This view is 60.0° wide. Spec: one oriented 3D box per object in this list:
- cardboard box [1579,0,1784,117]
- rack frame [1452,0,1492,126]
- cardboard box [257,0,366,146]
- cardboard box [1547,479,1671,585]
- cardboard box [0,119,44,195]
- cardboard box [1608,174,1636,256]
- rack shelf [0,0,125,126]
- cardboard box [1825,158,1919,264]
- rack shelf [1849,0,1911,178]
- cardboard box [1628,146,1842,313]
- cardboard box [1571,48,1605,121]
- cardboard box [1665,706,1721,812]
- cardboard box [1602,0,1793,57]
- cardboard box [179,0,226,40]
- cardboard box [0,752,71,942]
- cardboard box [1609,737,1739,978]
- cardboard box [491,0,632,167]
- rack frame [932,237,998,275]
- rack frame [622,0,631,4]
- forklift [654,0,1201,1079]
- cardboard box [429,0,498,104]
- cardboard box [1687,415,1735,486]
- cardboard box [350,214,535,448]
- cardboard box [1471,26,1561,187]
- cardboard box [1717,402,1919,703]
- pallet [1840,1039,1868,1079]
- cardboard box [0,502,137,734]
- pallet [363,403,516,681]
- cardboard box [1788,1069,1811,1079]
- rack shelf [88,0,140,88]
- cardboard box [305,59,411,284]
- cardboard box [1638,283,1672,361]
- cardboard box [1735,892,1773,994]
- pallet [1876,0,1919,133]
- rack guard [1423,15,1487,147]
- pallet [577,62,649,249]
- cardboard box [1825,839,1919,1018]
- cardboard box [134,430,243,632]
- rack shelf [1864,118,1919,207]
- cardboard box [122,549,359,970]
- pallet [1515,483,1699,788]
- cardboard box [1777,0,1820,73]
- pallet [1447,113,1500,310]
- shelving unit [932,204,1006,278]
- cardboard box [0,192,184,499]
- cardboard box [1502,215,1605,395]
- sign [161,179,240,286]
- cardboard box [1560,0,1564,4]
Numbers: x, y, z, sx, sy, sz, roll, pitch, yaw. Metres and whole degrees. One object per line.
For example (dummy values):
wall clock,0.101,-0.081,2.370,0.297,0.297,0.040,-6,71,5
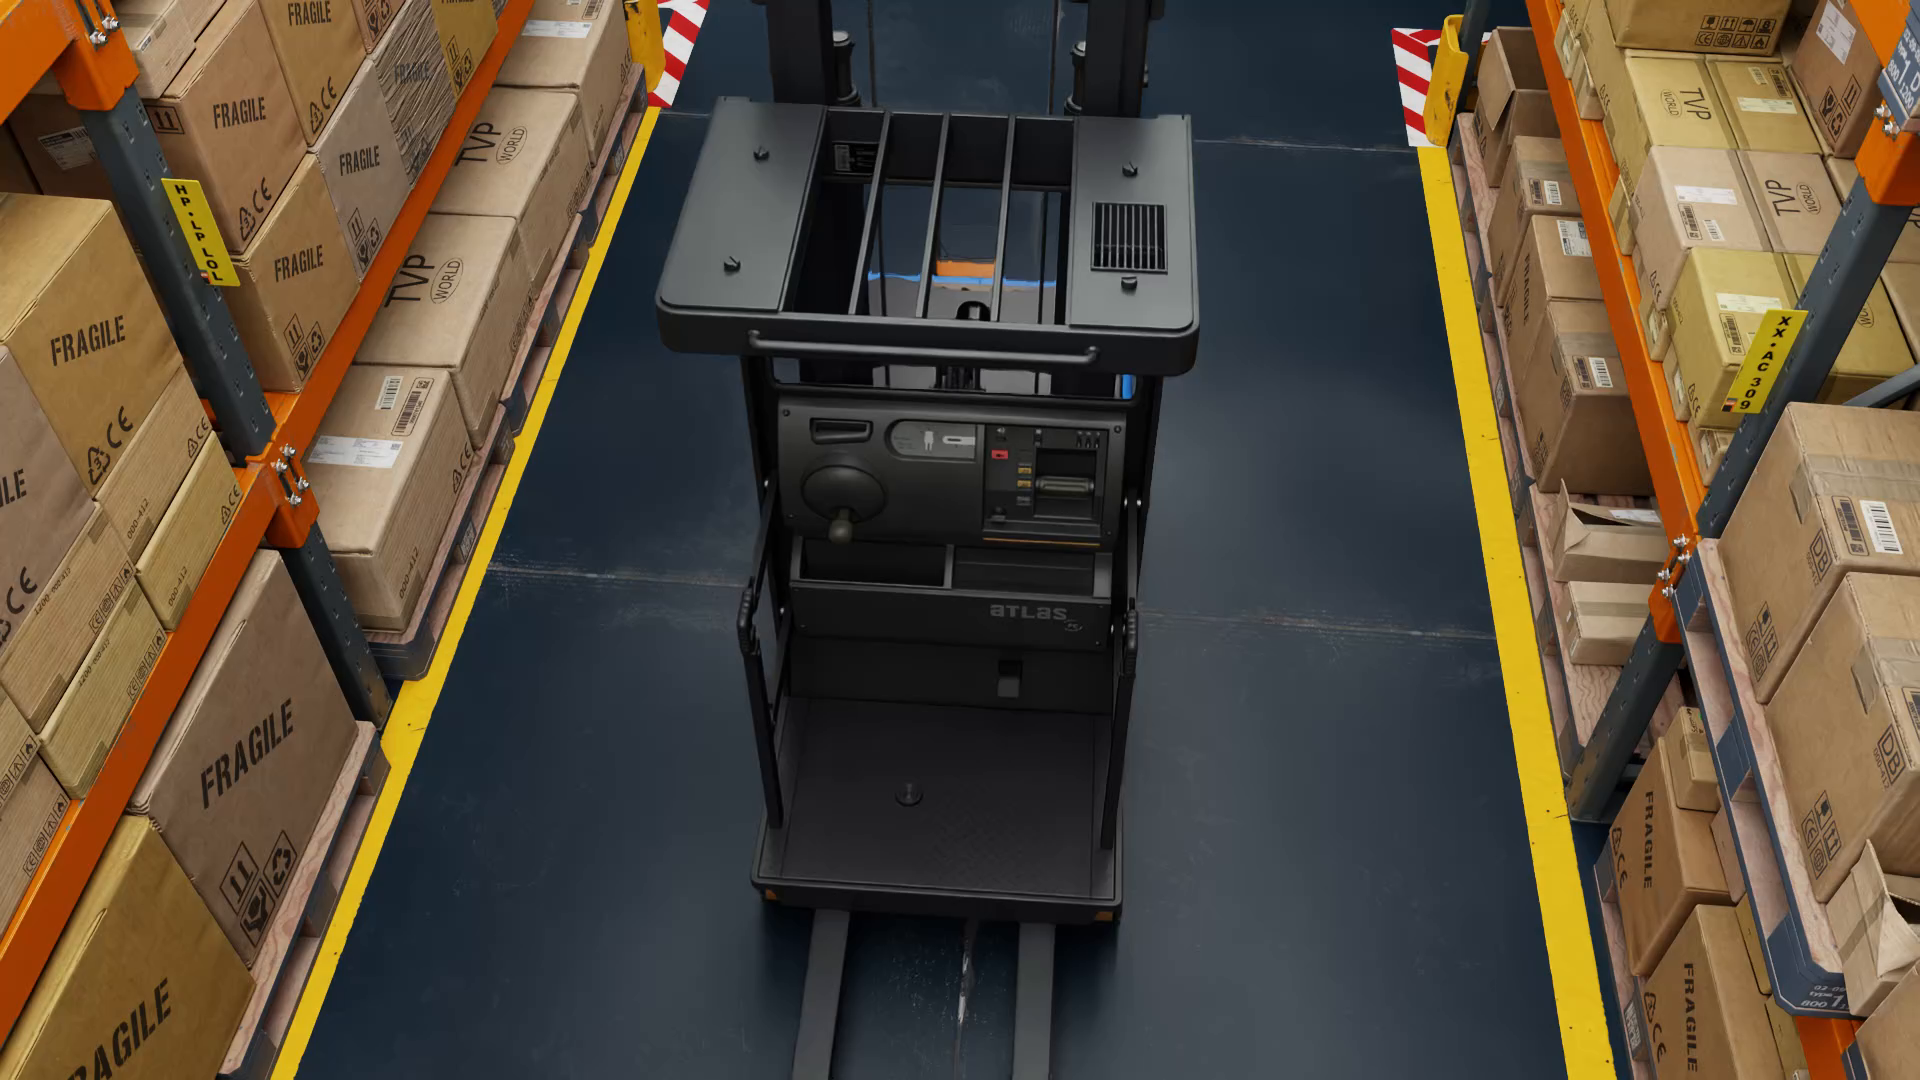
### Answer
cardboard box,2.429,-1.659,5.635,0.500,0.250,0.500,3,48,3
rack frame,2.852,-3.045,7.003,1.000,3.000,0.127,4,48,4
cardboard box,-2.119,-1.513,4.855,0.500,0.500,0.500,3,48,3
cardboard box,2.279,-0.016,5.800,0.396,0.266,0.258,5,48,5
cardboard box,-2.687,-1.174,4.545,0.500,0.500,0.500,4,48,3
cardboard box,2.313,-1.038,5.337,0.380,0.149,0.250,3,48,3
rack shelf,-2.638,0.263,2.431,1.077,0.370,4.000,4,48,4
cardboard box,2.841,-0.870,4.913,0.500,0.250,0.500,3,48,3
rack shelf,2.670,-2.345,4.817,1.077,0.370,4.000,4,48,4
cardboard box,2.322,-0.916,4.955,0.500,0.250,0.500,4,48,4
cardboard box,2.379,-1.599,5.850,0.380,0.149,0.250,5,48,4
cardboard box,2.190,0.623,4.617,0.380,0.149,0.250,6,48,5
cardboard box,2.406,-1.931,5.375,0.500,0.500,0.500,5,48,5
cardboard box,-2.161,-1.431,4.341,0.380,0.149,0.250,5,48,4
cardboard box,-2.358,0.704,3.675,0.500,0.250,0.500,3,48,2
cardboard box,2.220,0.936,4.770,0.500,0.500,0.500,6,48,5
cardboard box,-2.052,-2.162,7.646,0.875,0.438,0.875,2,48,2
rack frame,0.020,-0.609,5.993,0.240,1.200,0.006,3,48,3
rack frame,-2.091,-3.376,7.305,1.000,3.000,0.127,4,48,4
forklift,-0.039,-0.071,4.328,1.130,2.935,3.031,3,48,3
cardboard box,-2.003,-1.911,5.897,0.500,0.500,0.500,5,48,5
cardboard box,2.265,-0.272,4.637,0.380,0.149,0.250,4,48,4
cardboard box,-2.210,-0.826,6.425,0.875,0.438,0.875,3,48,2
cardboard box,2.702,-1.901,7.363,0.797,0.503,0.637,2,48,2
cardboard box,2.221,0.059,3.811,0.700,0.500,0.500,5,48,5
pallet,2.296,1.469,3.004,1.003,0.211,1.213,4,48,4
cardboard box,-2.292,0.153,3.840,0.500,0.250,0.500,5,48,4
pallet,-2.308,-0.049,6.152,1.003,0.211,1.213,4,48,4
cardboard box,2.159,1.404,3.903,0.380,0.149,0.250,4,48,3
rack shelf,-2.273,-2.676,5.120,1.077,0.370,4.000,4,48,4
cardboard box,-2.102,-1.167,5.217,0.500,0.500,0.500,4,48,4
cardboard box,2.267,-0.658,4.989,0.380,0.149,0.250,5,48,5
cardboard box,2.230,1.021,4.253,0.380,0.149,0.250,2,48,2
pallet,2.359,-0.580,2.843,1.213,0.211,1.003,4,48,4
rack guard,2.845,-2.146,7.874,1.175,0.500,0.348,4,48,4
pallet,-2.086,-1.842,7.792,1.003,0.211,1.213,4,48,4
cardboard box,1.979,0.793,3.299,0.396,0.266,0.258,6,48,5
cardboard box,-2.245,-0.040,4.355,0.500,0.250,0.500,3,48,3
rack shelf,2.306,0.594,2.129,1.077,0.370,4.000,4,48,4
cardboard box,-2.432,0.599,4.824,0.875,0.875,0.875,5,48,5
pallet,2.551,0.331,5.805,1.003,0.211,1.213,4,48,4
cardboard box,2.929,-1.613,5.592,0.500,0.250,0.500,4,48,3
pallet,2.774,-1.462,7.445,1.003,0.211,1.213,4,48,4
shelving unit,0.027,-0.676,6.055,0.258,1.200,0.189,3,48,3
cardboard box,-2.246,-0.463,3.895,0.500,0.500,0.500,5,48,5
cardboard box,2.438,-0.893,6.443,0.500,0.500,0.500,5,48,4
sign,-1.914,-0.772,4.192,0.100,0.325,0.005,4,48,4
cardboard box,2.499,-2.170,6.372,0.380,0.149,0.250,5,48,5
